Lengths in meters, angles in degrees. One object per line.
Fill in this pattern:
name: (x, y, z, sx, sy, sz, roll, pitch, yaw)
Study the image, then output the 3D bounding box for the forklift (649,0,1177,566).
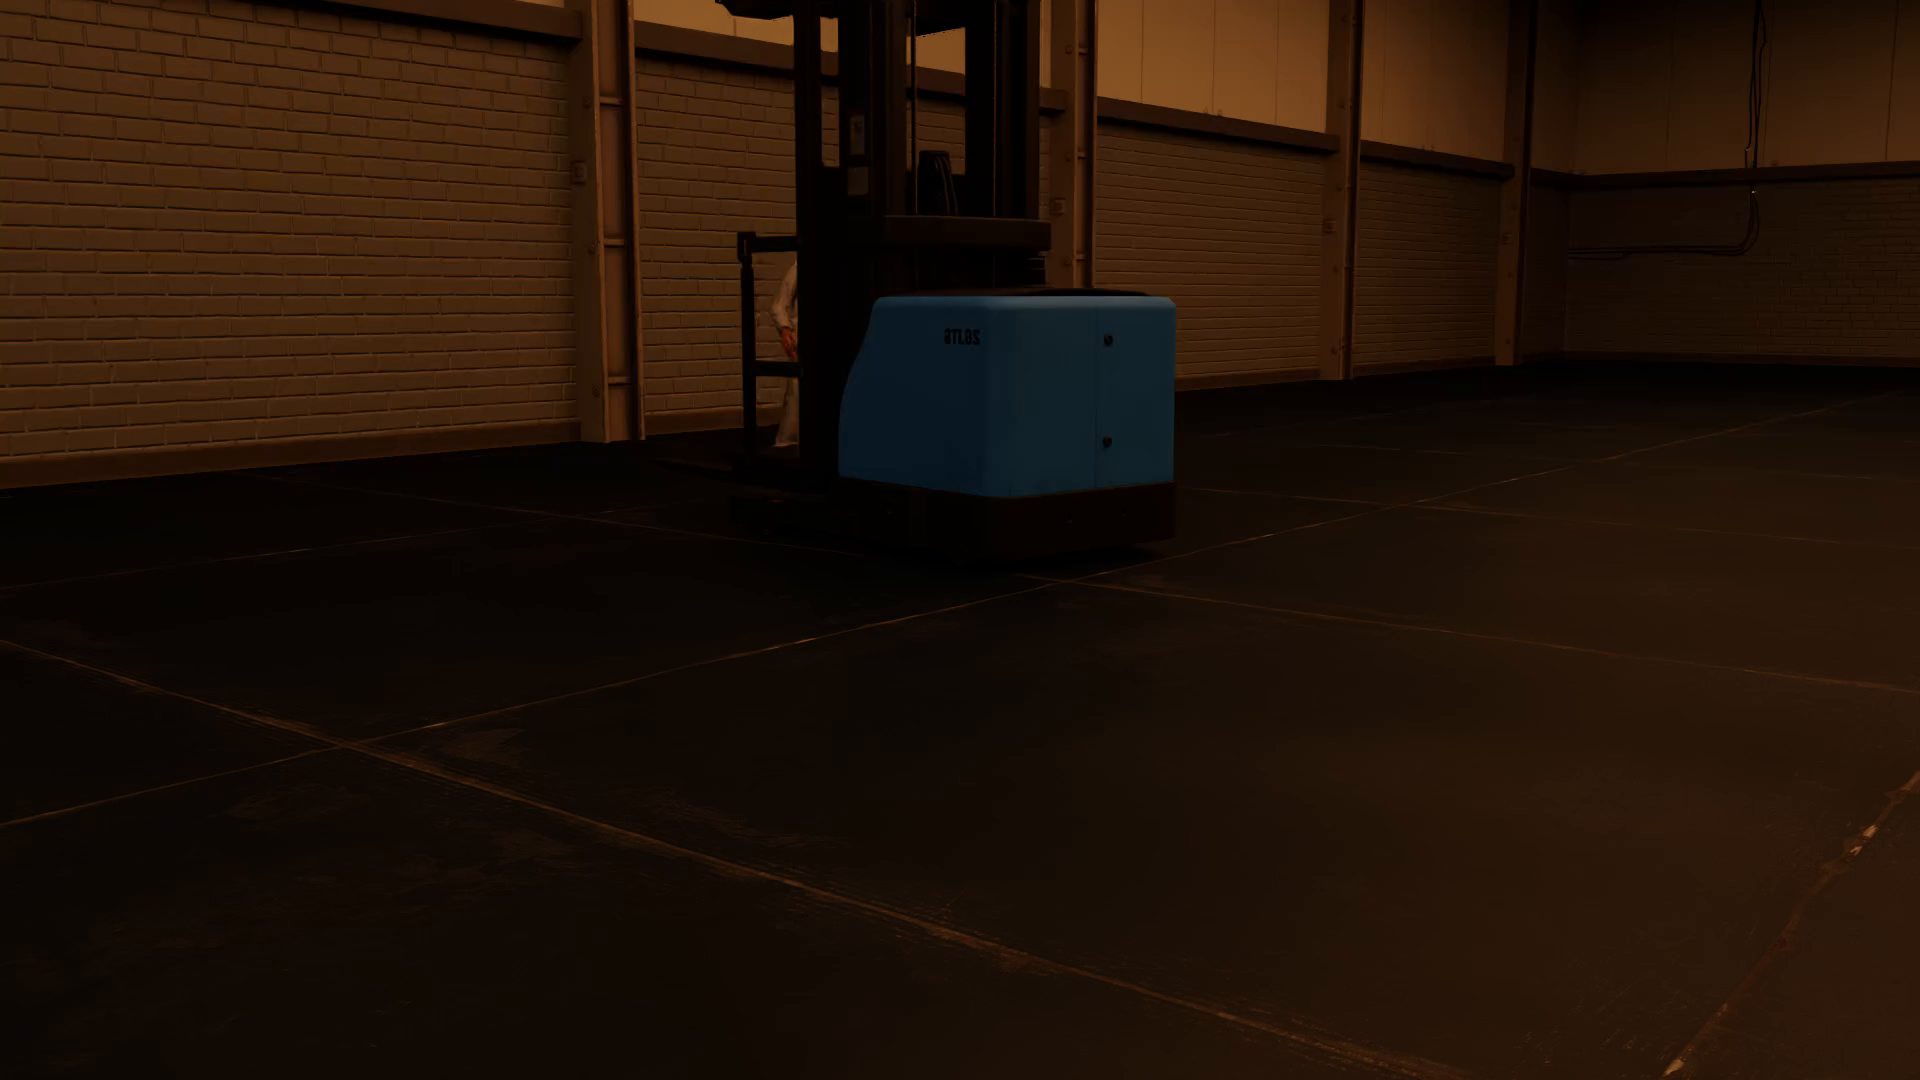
forklift: (-0.417, -1.513, 7.624, 1.130, 2.935, 3.031, -7, 11, -39)

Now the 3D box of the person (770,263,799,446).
person: (-0.781, -1.247, 10.562, 0.999, 1.627, 0.912, -4, 9, -23)
